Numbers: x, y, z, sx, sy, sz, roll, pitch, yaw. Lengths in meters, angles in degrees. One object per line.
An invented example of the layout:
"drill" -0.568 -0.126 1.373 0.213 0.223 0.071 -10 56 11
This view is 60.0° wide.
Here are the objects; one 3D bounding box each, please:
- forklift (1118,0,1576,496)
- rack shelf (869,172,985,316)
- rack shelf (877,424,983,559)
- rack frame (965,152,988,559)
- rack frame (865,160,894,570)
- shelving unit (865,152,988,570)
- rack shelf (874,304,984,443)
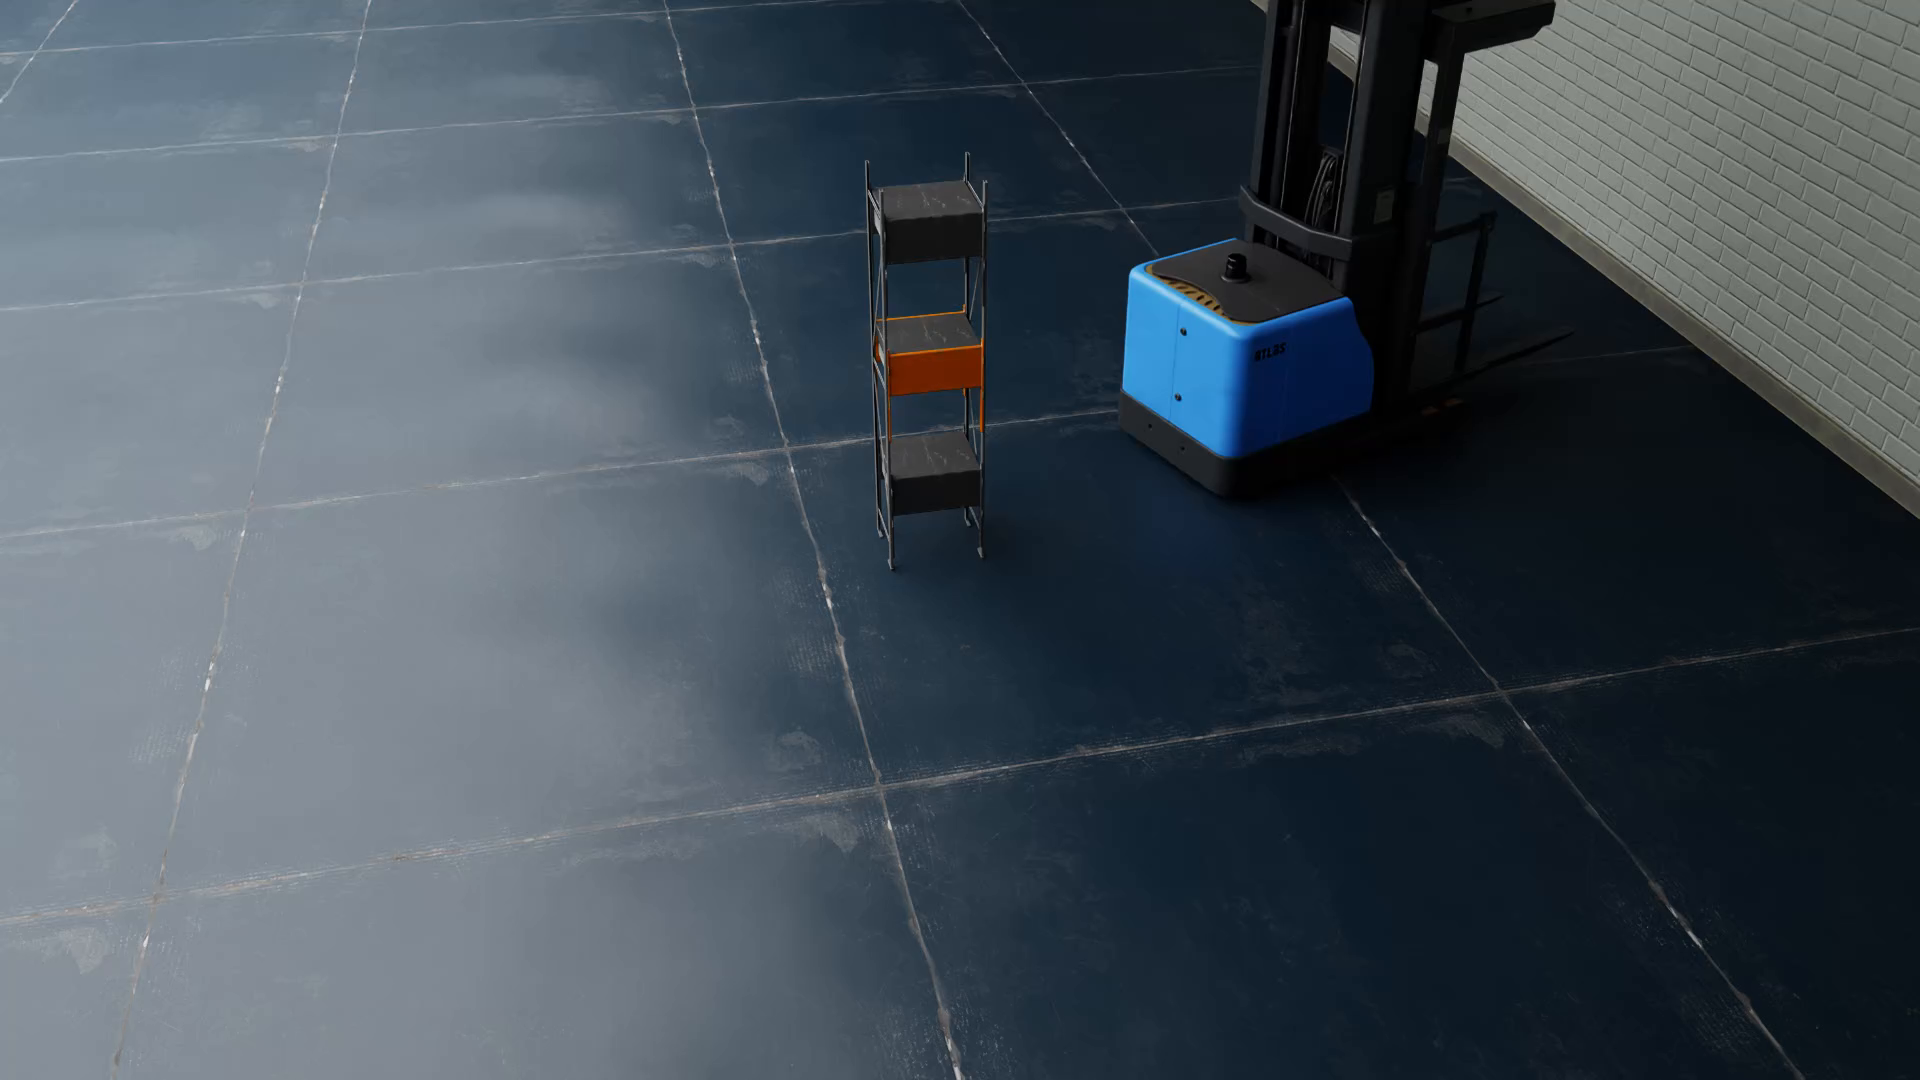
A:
"forklift" 2.456 -2.073 9.432 3.031 2.935 1.130 -19 38 -26
"rack shelf" -0.161 -1.421 7.975 0.480 0.518 0.431 -7 35 -11
"rack shelf" -0.161 -0.259 8.755 0.480 0.518 0.431 -7 35 -11
"rack frame" 0.077 -0.882 8.402 0.015 2.100 0.400 -7 35 -11
"rack frame" -0.399 -0.822 8.313 0.015 2.100 0.400 -7 35 -11
"shelving unit" -0.161 -0.852 8.358 0.503 2.100 0.431 -7 35 -11
"rack shelf" -0.161 -0.840 8.365 0.480 0.518 0.431 -7 35 -11
